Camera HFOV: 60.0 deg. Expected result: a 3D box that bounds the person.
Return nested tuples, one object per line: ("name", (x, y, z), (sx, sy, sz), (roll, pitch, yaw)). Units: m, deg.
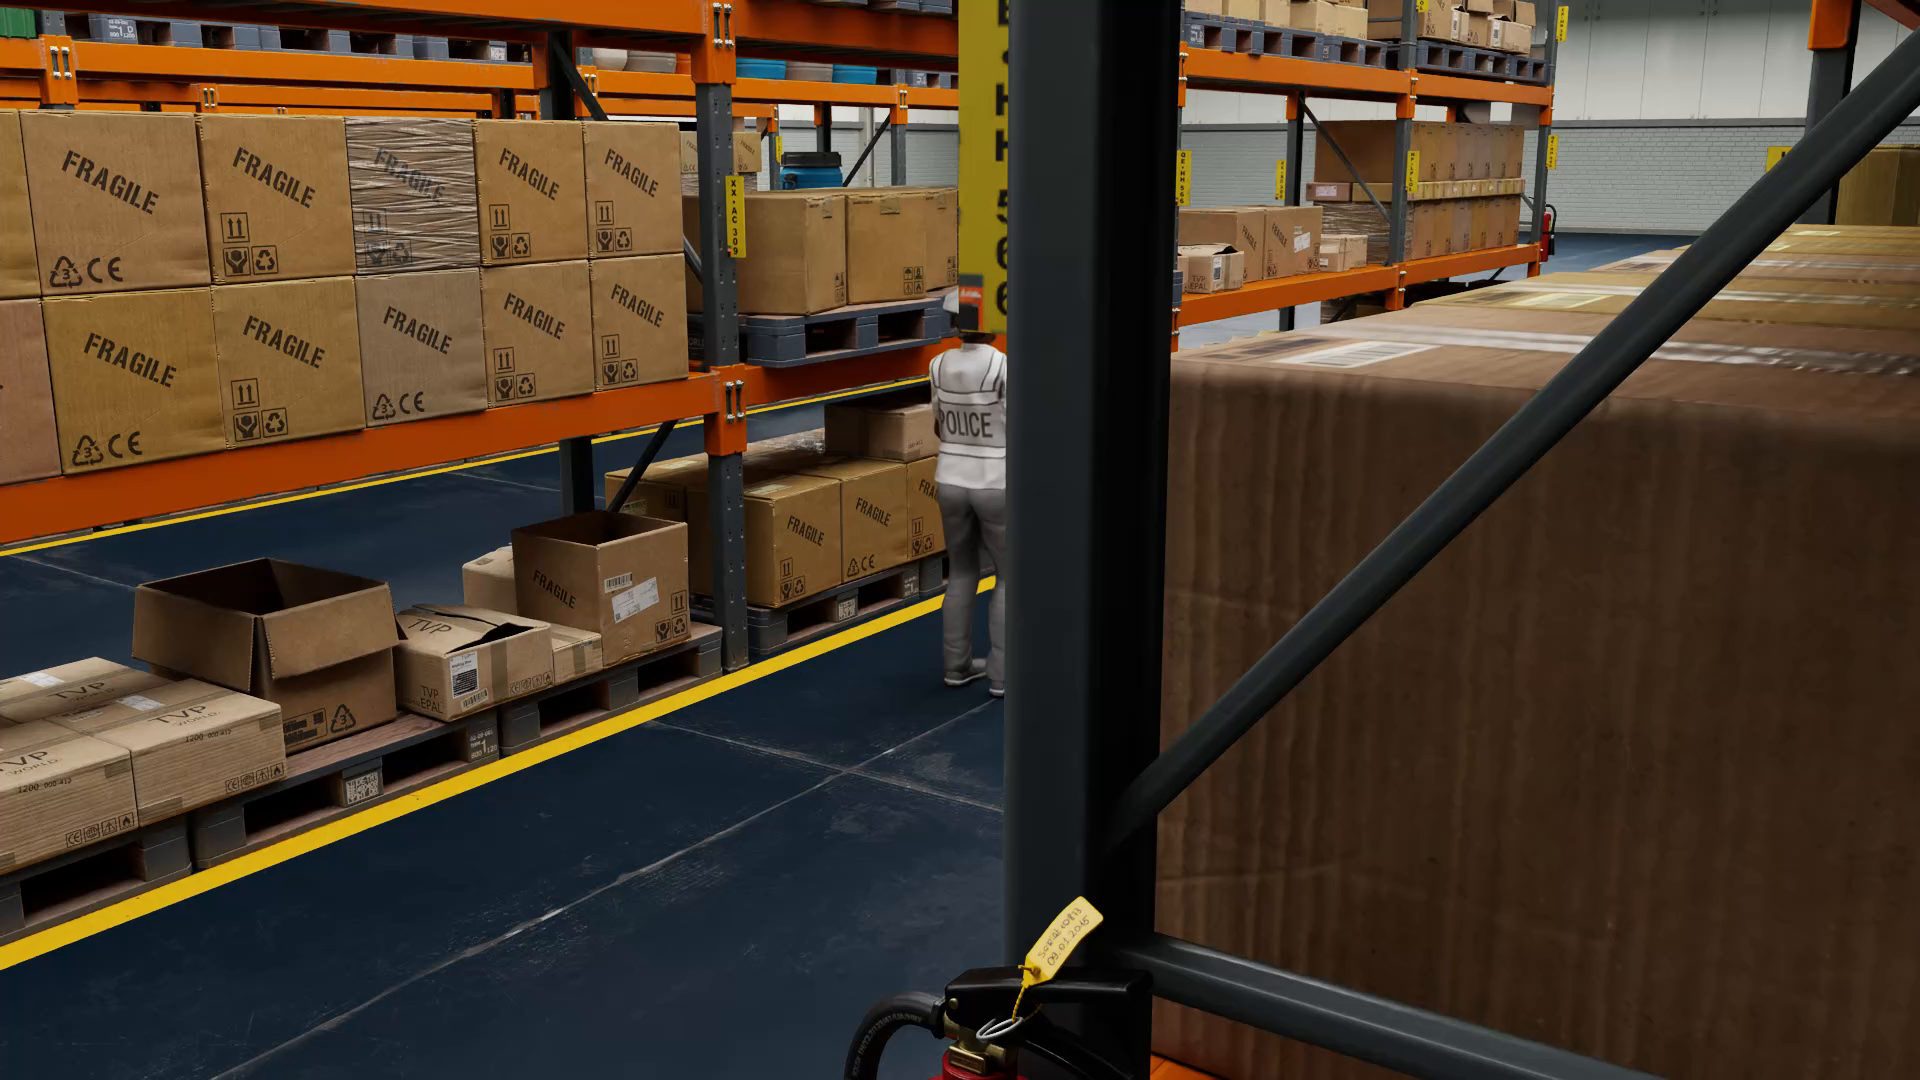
("person", (0.131, -0.222, 6.866), (0.468, 1.692, 0.503), (8, 15, 31))
